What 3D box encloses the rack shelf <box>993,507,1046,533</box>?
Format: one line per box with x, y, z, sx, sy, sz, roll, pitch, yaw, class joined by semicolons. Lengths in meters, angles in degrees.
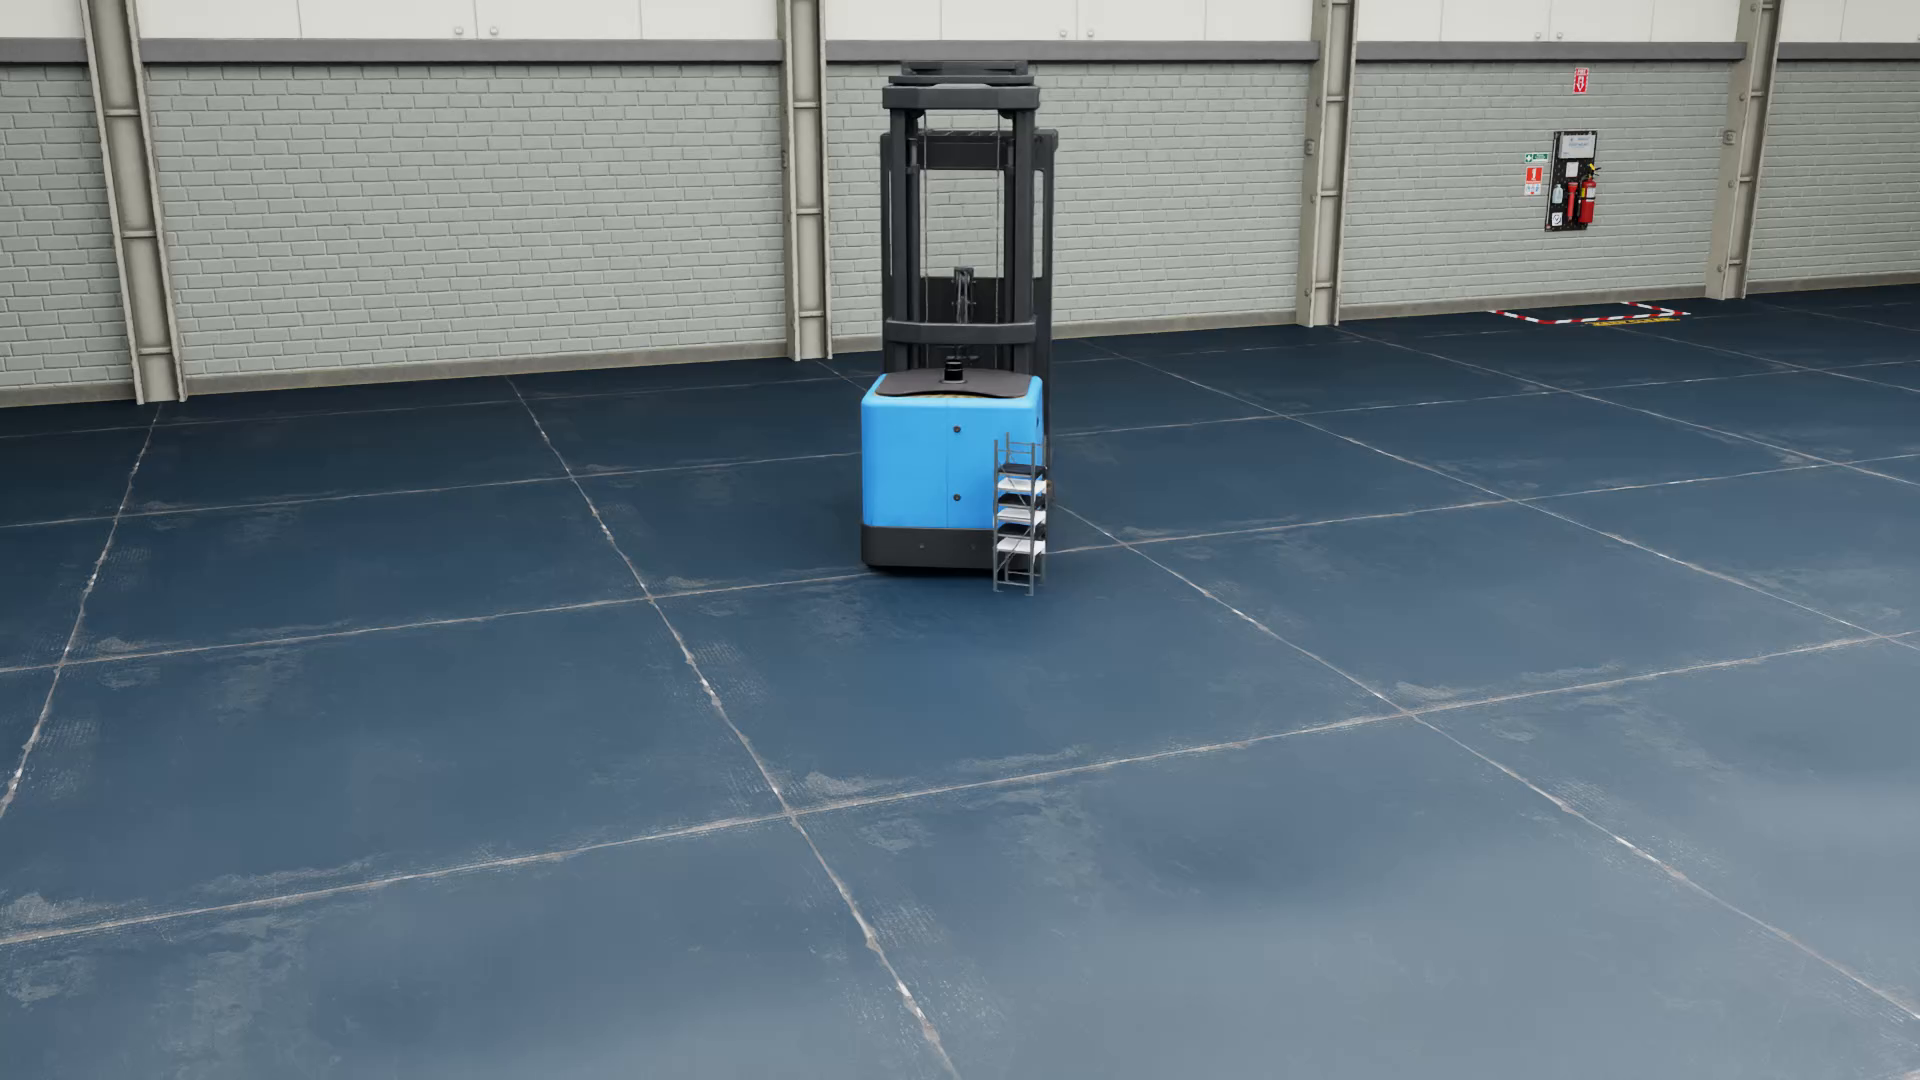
0.341;-0.117;9.517;0.258;0.077;0.200;6;17;19;rack shelf

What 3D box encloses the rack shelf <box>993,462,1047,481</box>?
0.341;-0.376;9.441;0.258;0.077;0.200;6;17;19;rack shelf

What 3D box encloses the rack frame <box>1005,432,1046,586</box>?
0.376;-0.176;9.599;0.240;0.900;0.006;6;17;19;rack frame

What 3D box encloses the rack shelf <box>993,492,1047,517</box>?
0.341;-0.203;9.492;0.258;0.077;0.200;6;17;19;rack shelf

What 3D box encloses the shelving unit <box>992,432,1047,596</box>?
0.341;-0.149;9.508;0.258;0.900;0.210;6;17;19;shelving unit

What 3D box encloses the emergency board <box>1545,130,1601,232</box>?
7.354;-4.271;19.819;0.643;1.169;0.194;-6;17;-20;emergency board

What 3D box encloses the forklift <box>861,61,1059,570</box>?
0.069;-1.599;10.843;1.130;2.935;3.031;2;16;5;forklift

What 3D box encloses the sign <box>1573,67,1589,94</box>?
7.311;-5.409;19.579;0.199;0.298;0.001;-6;17;-20;sign

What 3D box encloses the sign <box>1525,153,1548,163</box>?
6.808;-4.512;19.636;0.331;0.109;0.001;-6;17;-20;sign

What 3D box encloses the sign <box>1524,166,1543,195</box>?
6.800;-4.260;19.717;0.234;0.329;0.001;-6;17;-20;sign

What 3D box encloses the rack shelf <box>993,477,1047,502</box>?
0.341;-0.289;9.466;0.258;0.077;0.200;6;17;19;rack shelf

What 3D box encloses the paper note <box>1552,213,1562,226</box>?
7.164;-3.849;19.945;0.142;0.148;0.016;-6;17;-20;paper note

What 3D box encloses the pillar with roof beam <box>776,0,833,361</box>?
0.010;-5.046;11.811;0.400;9.000;9.100;-6;17;-20;pillar with roof beam

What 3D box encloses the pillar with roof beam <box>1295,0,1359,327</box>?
5.613;-5.651;13.871;0.400;9.000;9.100;-6;17;-20;pillar with roof beam

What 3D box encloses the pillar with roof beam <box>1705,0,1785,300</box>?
11.215;-6.256;15.931;0.400;9.000;9.100;-6;17;-20;pillar with roof beam

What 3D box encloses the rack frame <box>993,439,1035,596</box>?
0.305;-0.122;9.416;0.240;0.900;0.006;6;17;19;rack frame

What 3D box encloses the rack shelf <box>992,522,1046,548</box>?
0.341;-0.030;9.542;0.258;0.077;0.200;6;17;19;rack shelf

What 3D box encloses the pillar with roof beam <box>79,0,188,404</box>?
-5.593;-4.441;9.751;0.400;9.000;9.100;-6;17;-20;pillar with roof beam

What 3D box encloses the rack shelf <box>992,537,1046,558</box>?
0.341;0.056;9.568;0.258;0.077;0.200;6;17;19;rack shelf
